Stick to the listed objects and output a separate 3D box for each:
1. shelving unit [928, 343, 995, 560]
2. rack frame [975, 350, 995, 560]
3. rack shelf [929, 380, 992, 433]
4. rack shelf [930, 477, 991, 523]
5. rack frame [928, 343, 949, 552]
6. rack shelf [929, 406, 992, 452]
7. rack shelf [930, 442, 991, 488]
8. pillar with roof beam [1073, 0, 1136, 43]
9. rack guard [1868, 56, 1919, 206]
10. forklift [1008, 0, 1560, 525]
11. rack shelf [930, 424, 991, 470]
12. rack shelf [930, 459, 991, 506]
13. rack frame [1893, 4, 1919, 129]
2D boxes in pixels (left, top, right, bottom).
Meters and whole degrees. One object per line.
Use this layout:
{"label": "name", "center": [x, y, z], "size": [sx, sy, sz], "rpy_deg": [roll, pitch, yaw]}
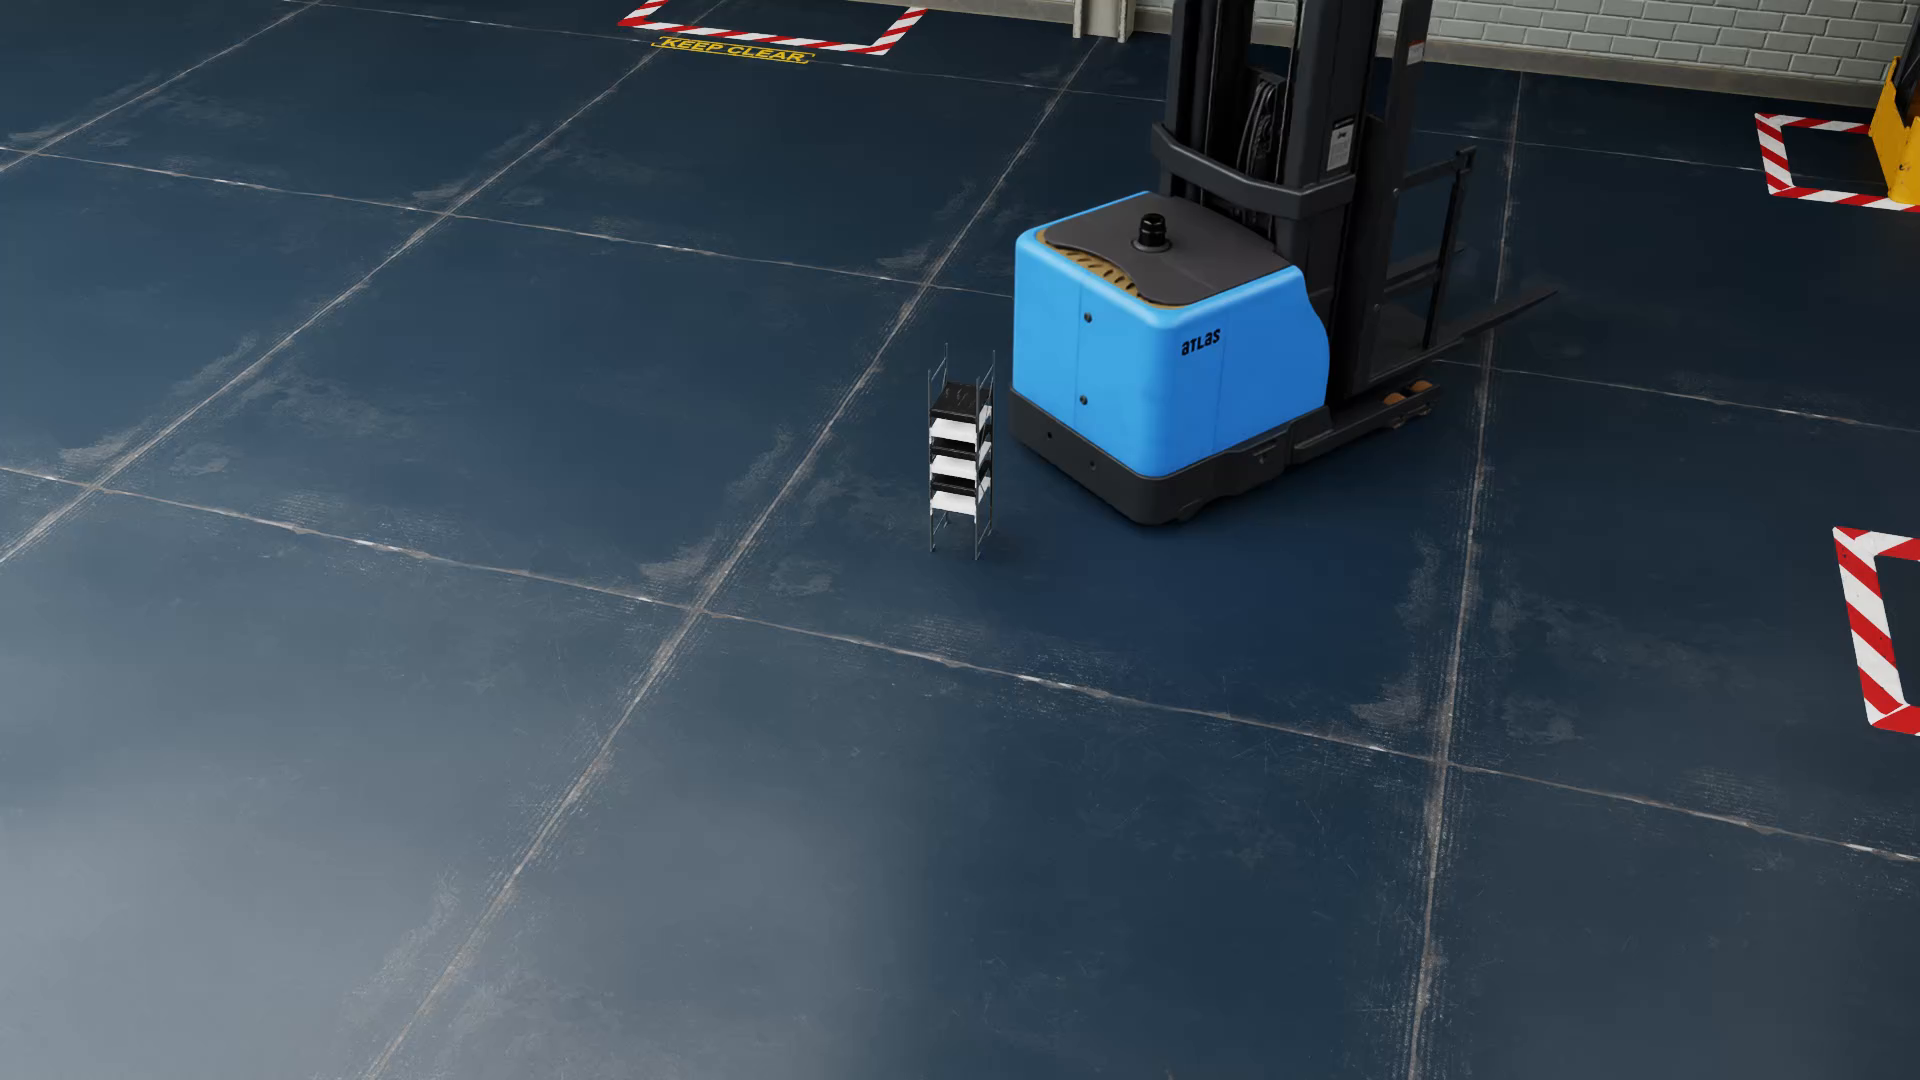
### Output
{"label": "shelving unit", "center": [0.008, -0.361, 6.981], "size": [0.210, 0.900, 0.258], "rpy_deg": [10, 38, 14]}
{"label": "rack frame", "center": [0.105, -0.343, 6.957], "size": [0.006, 0.900, 0.240], "rpy_deg": [10, 38, 14]}
{"label": "rack shelf", "center": [0.008, -0.552, 6.841], "size": [0.200, 0.077, 0.258], "rpy_deg": [10, 38, 14]}
{"label": "rack shelf", "center": [0.008, -0.189, 7.108], "size": [0.200, 0.077, 0.258], "rpy_deg": [10, 38, 14]}
{"label": "rack frame", "center": [-0.089, -0.379, 7.006], "size": [0.006, 0.900, 0.240], "rpy_deg": [10, 38, 14]}
{"label": "rack shelf", "center": [0.008, -0.479, 6.894], "size": [0.200, 0.077, 0.258], "rpy_deg": [10, 38, 14]}
{"label": "rack shelf", "center": [0.008, -0.334, 7.001], "size": [0.200, 0.077, 0.258], "rpy_deg": [10, 38, 14]}
{"label": "pillar with roof beam", "center": [-0.215, -4.963, 6.401], "size": [0.400, 9.000, 9.100], "rpy_deg": [10, 38, 14]}
{"label": "rack guard", "center": [5.943, -2.536, 10.274], "size": [0.348, 0.500, 1.175], "rpy_deg": [10, 38, 14]}
{"label": "forklift", "center": [1.716, -1.946, 7.421], "size": [3.031, 2.935, 1.130], "rpy_deg": [-24, 42, -29]}
{"label": "rack shelf", "center": [0.008, -0.407, 6.948], "size": [0.200, 0.077, 0.258], "rpy_deg": [10, 38, 14]}
{"label": "rack shelf", "center": [0.008, -0.262, 7.054], "size": [0.200, 0.077, 0.258], "rpy_deg": [10, 38, 14]}
{"label": "rack frame", "center": [5.870, -3.556, 9.551], "size": [0.127, 3.000, 1.000], "rpy_deg": [10, 38, 14]}
